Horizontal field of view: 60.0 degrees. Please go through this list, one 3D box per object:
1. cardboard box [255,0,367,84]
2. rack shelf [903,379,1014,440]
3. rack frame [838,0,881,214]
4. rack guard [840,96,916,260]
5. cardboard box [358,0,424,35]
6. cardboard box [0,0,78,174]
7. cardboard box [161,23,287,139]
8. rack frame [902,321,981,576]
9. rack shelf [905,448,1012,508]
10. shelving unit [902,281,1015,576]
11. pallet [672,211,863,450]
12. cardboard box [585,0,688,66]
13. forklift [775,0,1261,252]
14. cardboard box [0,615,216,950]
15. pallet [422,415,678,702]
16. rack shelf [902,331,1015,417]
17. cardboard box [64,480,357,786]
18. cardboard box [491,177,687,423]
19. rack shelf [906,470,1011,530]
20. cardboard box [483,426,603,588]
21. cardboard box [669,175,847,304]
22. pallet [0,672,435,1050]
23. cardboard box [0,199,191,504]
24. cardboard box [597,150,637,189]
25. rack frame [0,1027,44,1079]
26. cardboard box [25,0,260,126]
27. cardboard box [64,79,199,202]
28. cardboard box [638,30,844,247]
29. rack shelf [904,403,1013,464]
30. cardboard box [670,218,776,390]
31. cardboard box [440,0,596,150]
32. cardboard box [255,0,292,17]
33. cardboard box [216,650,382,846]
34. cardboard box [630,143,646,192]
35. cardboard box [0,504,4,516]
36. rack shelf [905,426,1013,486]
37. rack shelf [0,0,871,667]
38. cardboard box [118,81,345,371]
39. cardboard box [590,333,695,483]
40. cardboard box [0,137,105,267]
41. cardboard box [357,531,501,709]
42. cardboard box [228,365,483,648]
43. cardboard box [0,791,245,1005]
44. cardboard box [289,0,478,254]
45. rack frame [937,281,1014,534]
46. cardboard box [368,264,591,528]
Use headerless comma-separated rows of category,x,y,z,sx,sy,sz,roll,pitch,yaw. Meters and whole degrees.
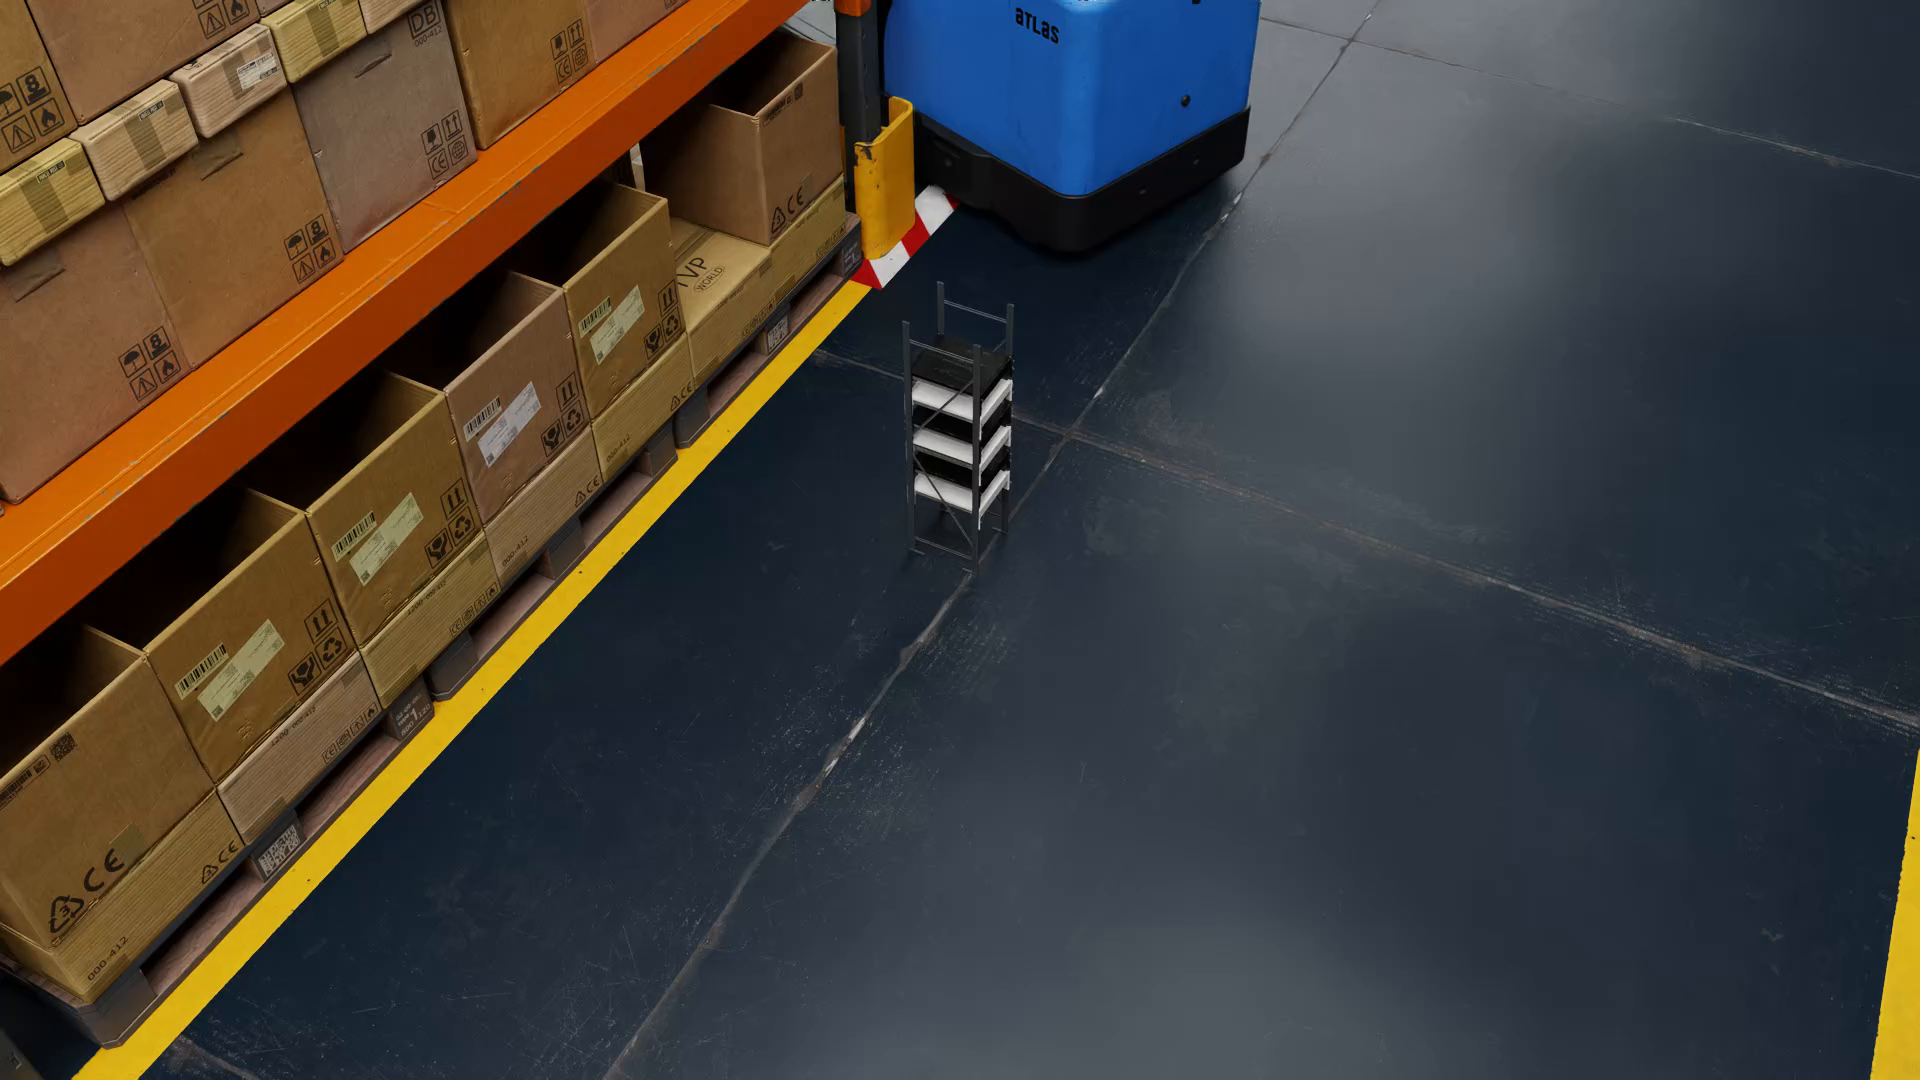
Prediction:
cardboard box,-1.604,-1.210,3.811,0.380,0.149,0.250,20,49,19
rack shelf,-0.004,-0.414,4.821,0.258,0.077,0.200,20,49,19
rack frame,-0.759,-2.385,5.498,1.000,3.000,0.127,20,49,19
rack guard,-0.748,-1.521,6.402,1.175,0.500,0.348,20,49,19
cardboard box,-1.486,-1.366,3.965,0.380,0.149,0.250,20,49,19
cardboard box,-2.182,-0.956,3.104,0.700,0.500,0.500,20,49,19
cardboard box,-1.725,-1.046,3.649,0.380,0.149,0.250,19,48,18
rack frame,-0.051,-0.247,4.862,0.240,0.900,0.006,20,49,19
rack shelf,-0.004,-0.225,5.013,0.258,0.077,0.200,20,49,19
shelving unit,-0.004,-0.311,4.925,0.258,0.900,0.210,20,49,19
pallet,-1.077,-0.909,6.000,1.003,0.211,1.213,20,49,19
cardboard box,-1.227,-1.797,4.847,0.700,0.500,0.500,22,49,20
forklift,-0.228,-3.067,6.220,1.130,2.935,3.031,-33,54,-28
cardboard box,-2.123,0.502,3.756,0.500,0.500,0.500,20,49,19
pallet,-1.644,-0.143,5.243,1.003,0.211,1.213,20,49,19
rack shelf,-0.004,-0.478,4.757,0.258,0.077,0.200,20,49,19
cardboard box,-1.898,0.184,4.070,0.500,0.500,0.500,20,49,19
cardboard box,-1.196,-0.758,5.001,0.500,0.500,0.500,20,49,19
rack shelf,-0.004,-0.161,5.077,0.258,0.077,0.200,20,49,19
cardboard box,-1.432,-0.181,4.958,0.500,0.250,0.500,20,49,19
cardboard box,-0.746,-1.130,5.896,0.500,0.250,0.500,20,49,19
pallet,-2.210,0.628,4.481,1.003,0.211,1.213,20,49,19
cardboard box,-2.176,-0.516,3.581,0.700,0.500,0.500,20,49,19
cardboard box,-1.435,-1.249,5.486,0.500,0.500,0.500,20,49,19
rack frame,-2.613,0.136,3.006,0.949,2.616,0.053,20,49,19
cardboard box,-1.949,-1.272,3.415,0.700,0.500,0.500,20,49,19
cardboard box,-1.846,-0.877,3.482,0.380,0.149,0.250,19,48,18
cardboard box,-0.744,-1.393,5.629,0.500,0.500,0.500,20,49,19
rack shelf,-0.004,-0.351,4.885,0.258,0.077,0.200,20,49,19
cardboard box,-0.968,-0.811,5.581,0.500,0.250,0.500,20,49,19
cardboard box,-1.462,-1.487,4.540,0.700,0.500,0.500,21,49,19
cardboard box,-1.717,-1.586,3.726,0.700,0.500,0.500,20,49,19
cardboard box,-1.895,0.449,4.335,0.500,0.250,0.500,20,49,19
cardboard box,-1.205,-1.301,6.065,0.500,0.250,0.500,20,49,19
cardboard box,-2.415,-0.181,3.250,0.700,0.500,0.500,19,48,18
rack shelf,-0.004,-0.288,4.949,0.258,0.077,0.200,20,49,19
rack shelf,-1.687,-0.872,4.508,1.077,0.370,4.000,20,49,19
cardboard box,-1.940,-0.831,3.892,0.700,0.500,0.500,21,49,20
cardboard box,-1.198,-0.496,5.269,0.500,0.250,0.500,20,49,19
cardboard box,-1.964,-0.720,3.326,0.380,0.149,0.250,20,49,19
cardboard box,-1.659,0.136,4.645,0.500,0.250,0.500,20,49,19
cardboard box,-1.659,-0.128,4.378,0.500,0.500,0.500,20,49,19
cardboard box,-2.132,0.762,4.026,0.500,0.250,0.500,20,49,19
cardboard box,-1.703,-1.154,4.211,0.700,0.500,0.500,22,49,20
rack frame,0.043,-0.375,4.988,0.240,0.900,0.006,20,49,19
cardboard box,-1.429,-0.444,4.690,0.500,0.500,0.500,20,49,19
